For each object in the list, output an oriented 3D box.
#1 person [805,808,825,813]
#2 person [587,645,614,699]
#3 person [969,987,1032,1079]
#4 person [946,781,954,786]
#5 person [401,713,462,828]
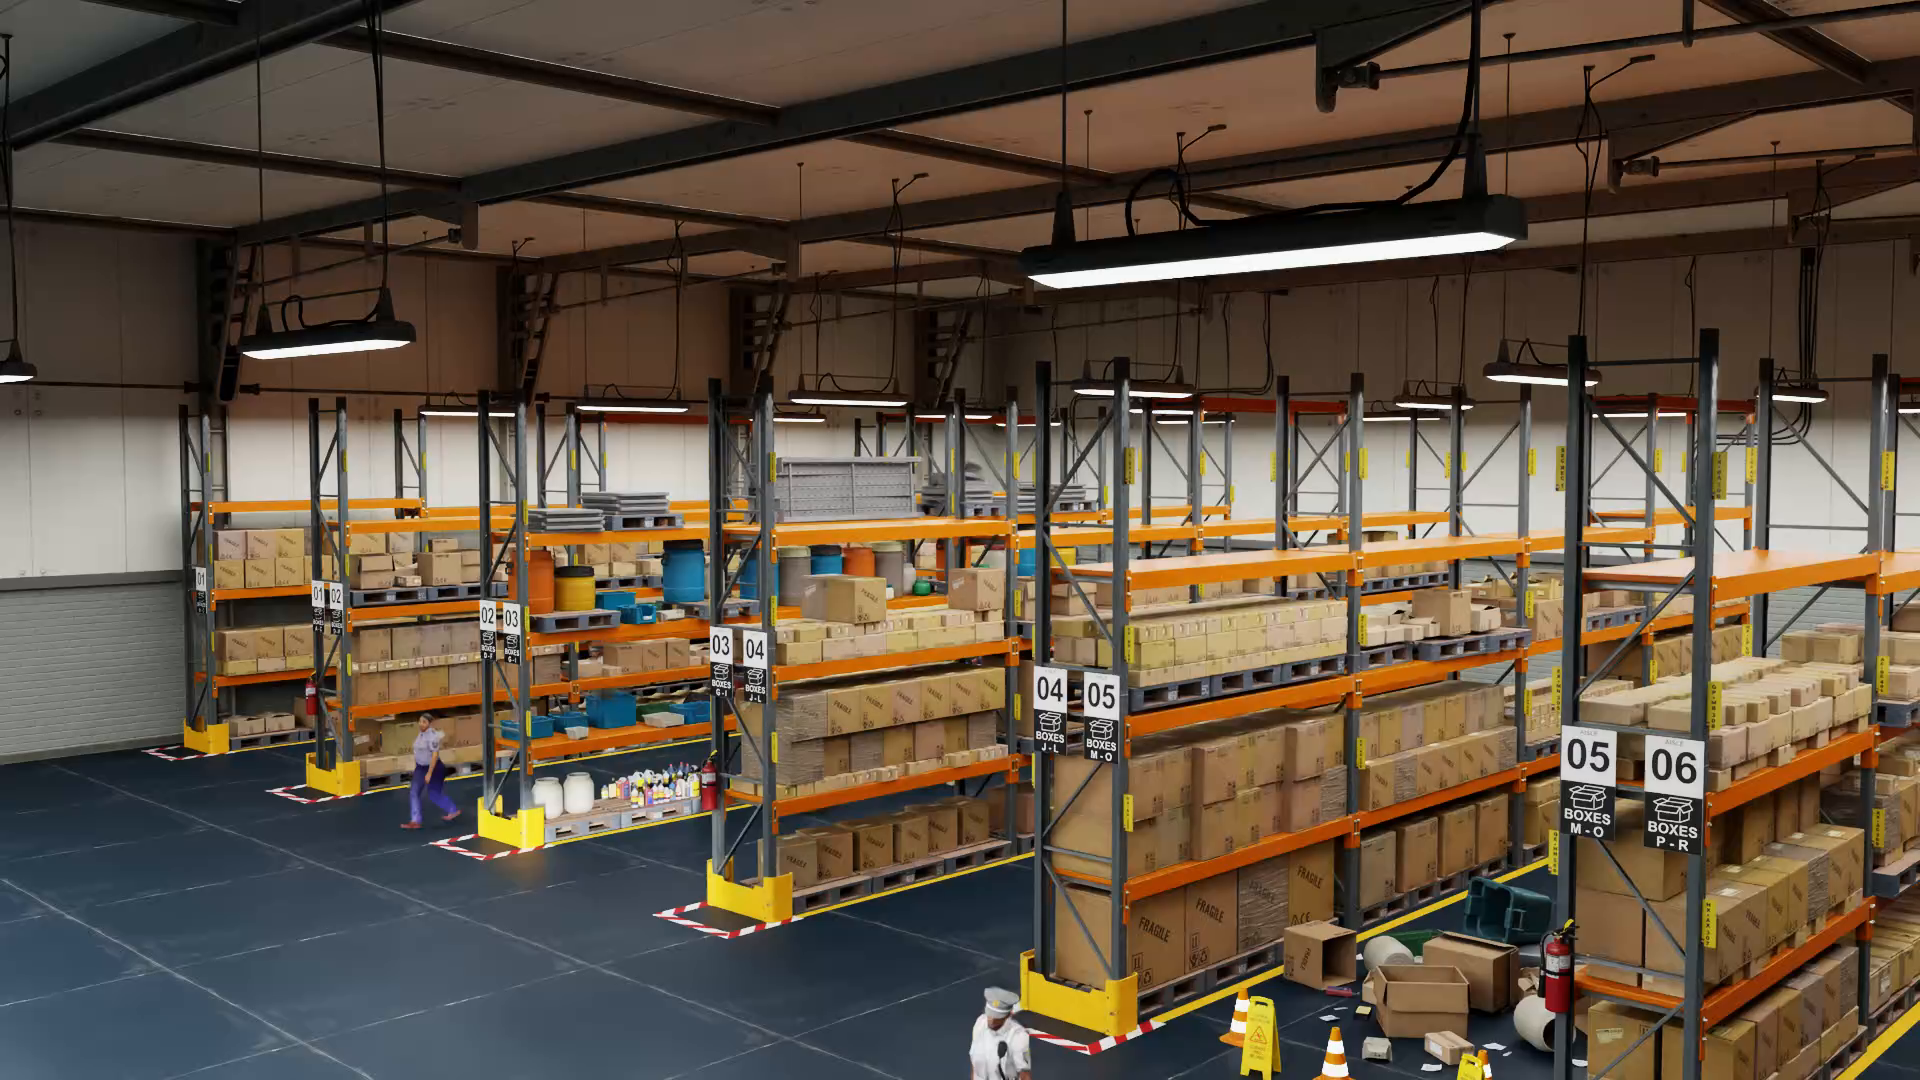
[{"bbox_3d":[-2.160,3.095,23.541,0.721,1.656,0.842,0,3,7],"label":"person"},{"bbox_3d":[-6.705,2.758,31.041,0.610,1.630,0.742,0,3,1],"label":"person"},{"bbox_3d":[0.255,3.771,11.301,0.707,1.591,0.623,2,4,34],"label":"person"},{"bbox_3d":[-0.250,3.038,25.499,1.068,1.545,0.722,-3,4,-41],"label":"person"},{"bbox_3d":[-7.259,3.155,22.843,0.515,1.592,0.868,2,4,35],"label":"person"}]
